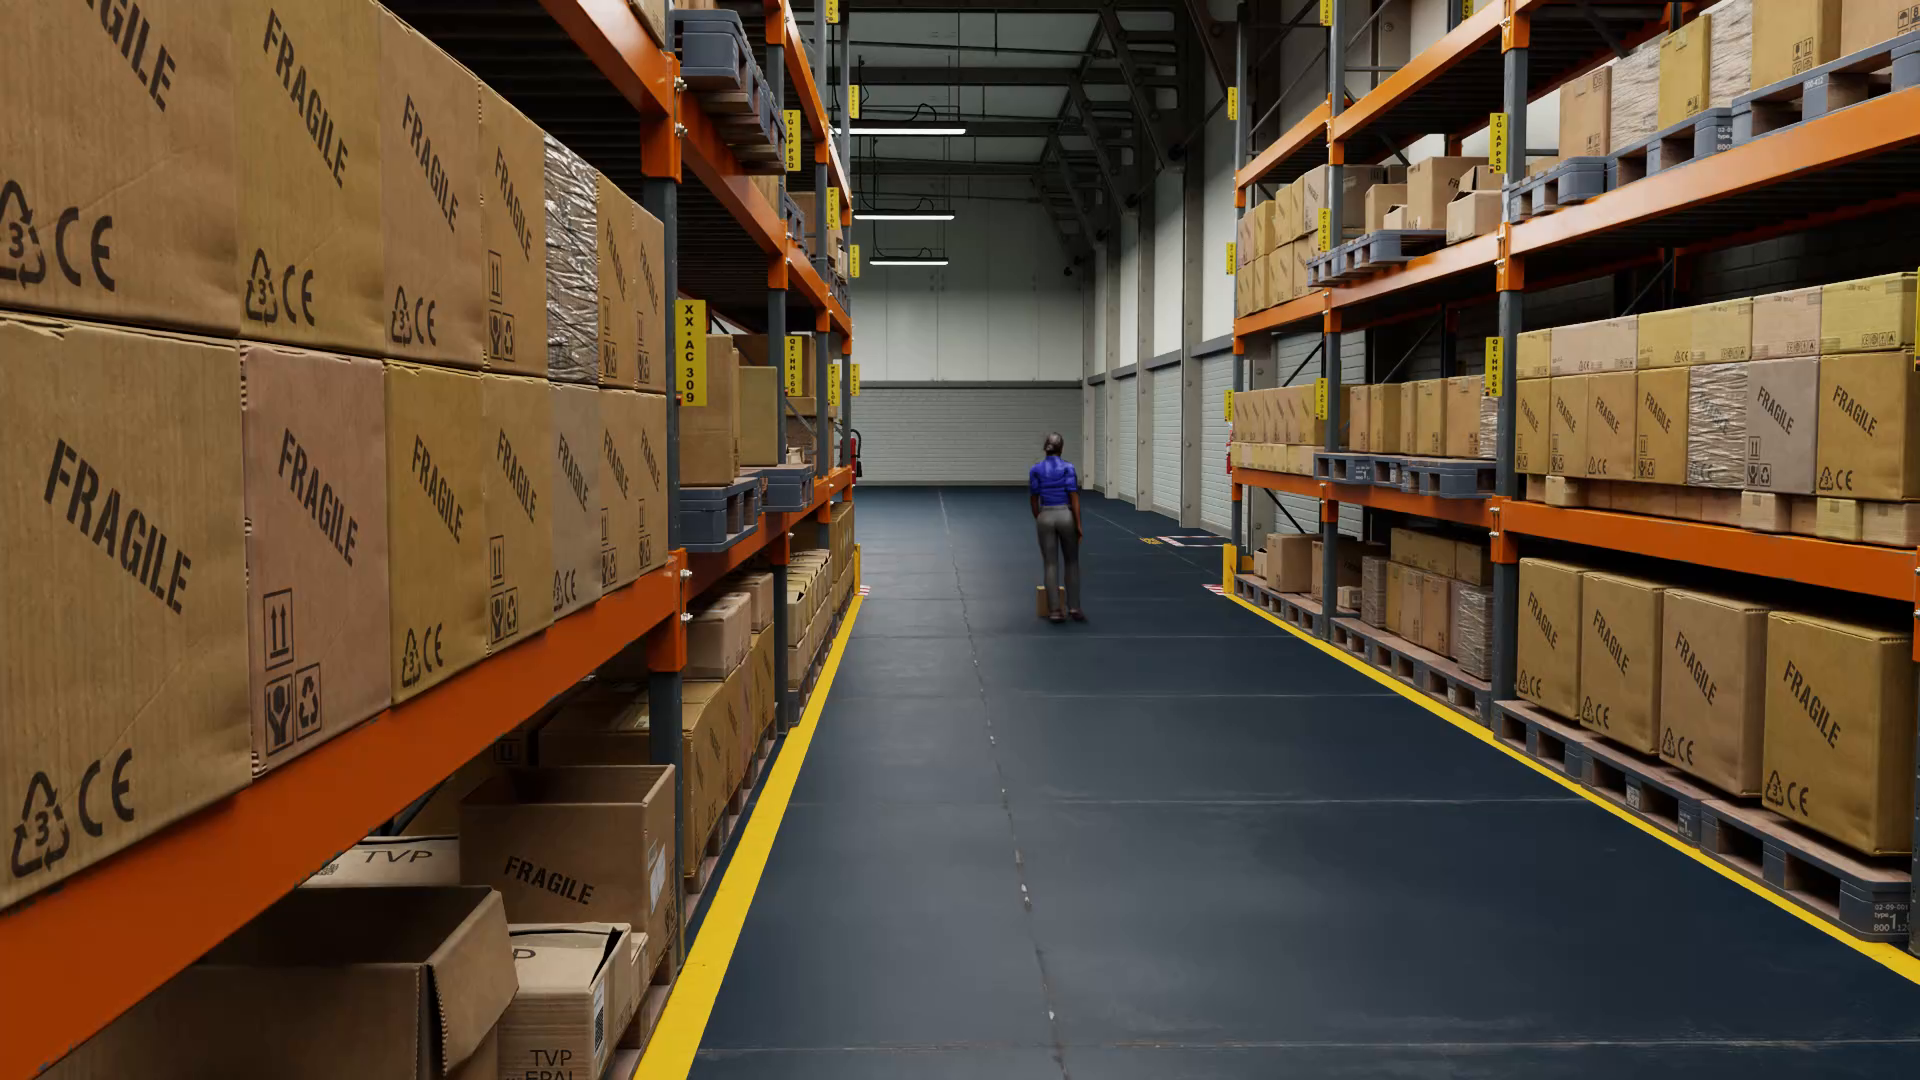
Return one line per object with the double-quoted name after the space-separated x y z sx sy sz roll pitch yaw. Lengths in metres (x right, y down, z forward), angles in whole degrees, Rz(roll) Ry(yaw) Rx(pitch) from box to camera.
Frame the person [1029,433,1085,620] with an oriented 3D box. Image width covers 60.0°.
0.859 -0.114 14.703 0.492 1.670 0.659 1 4 9 "person"
